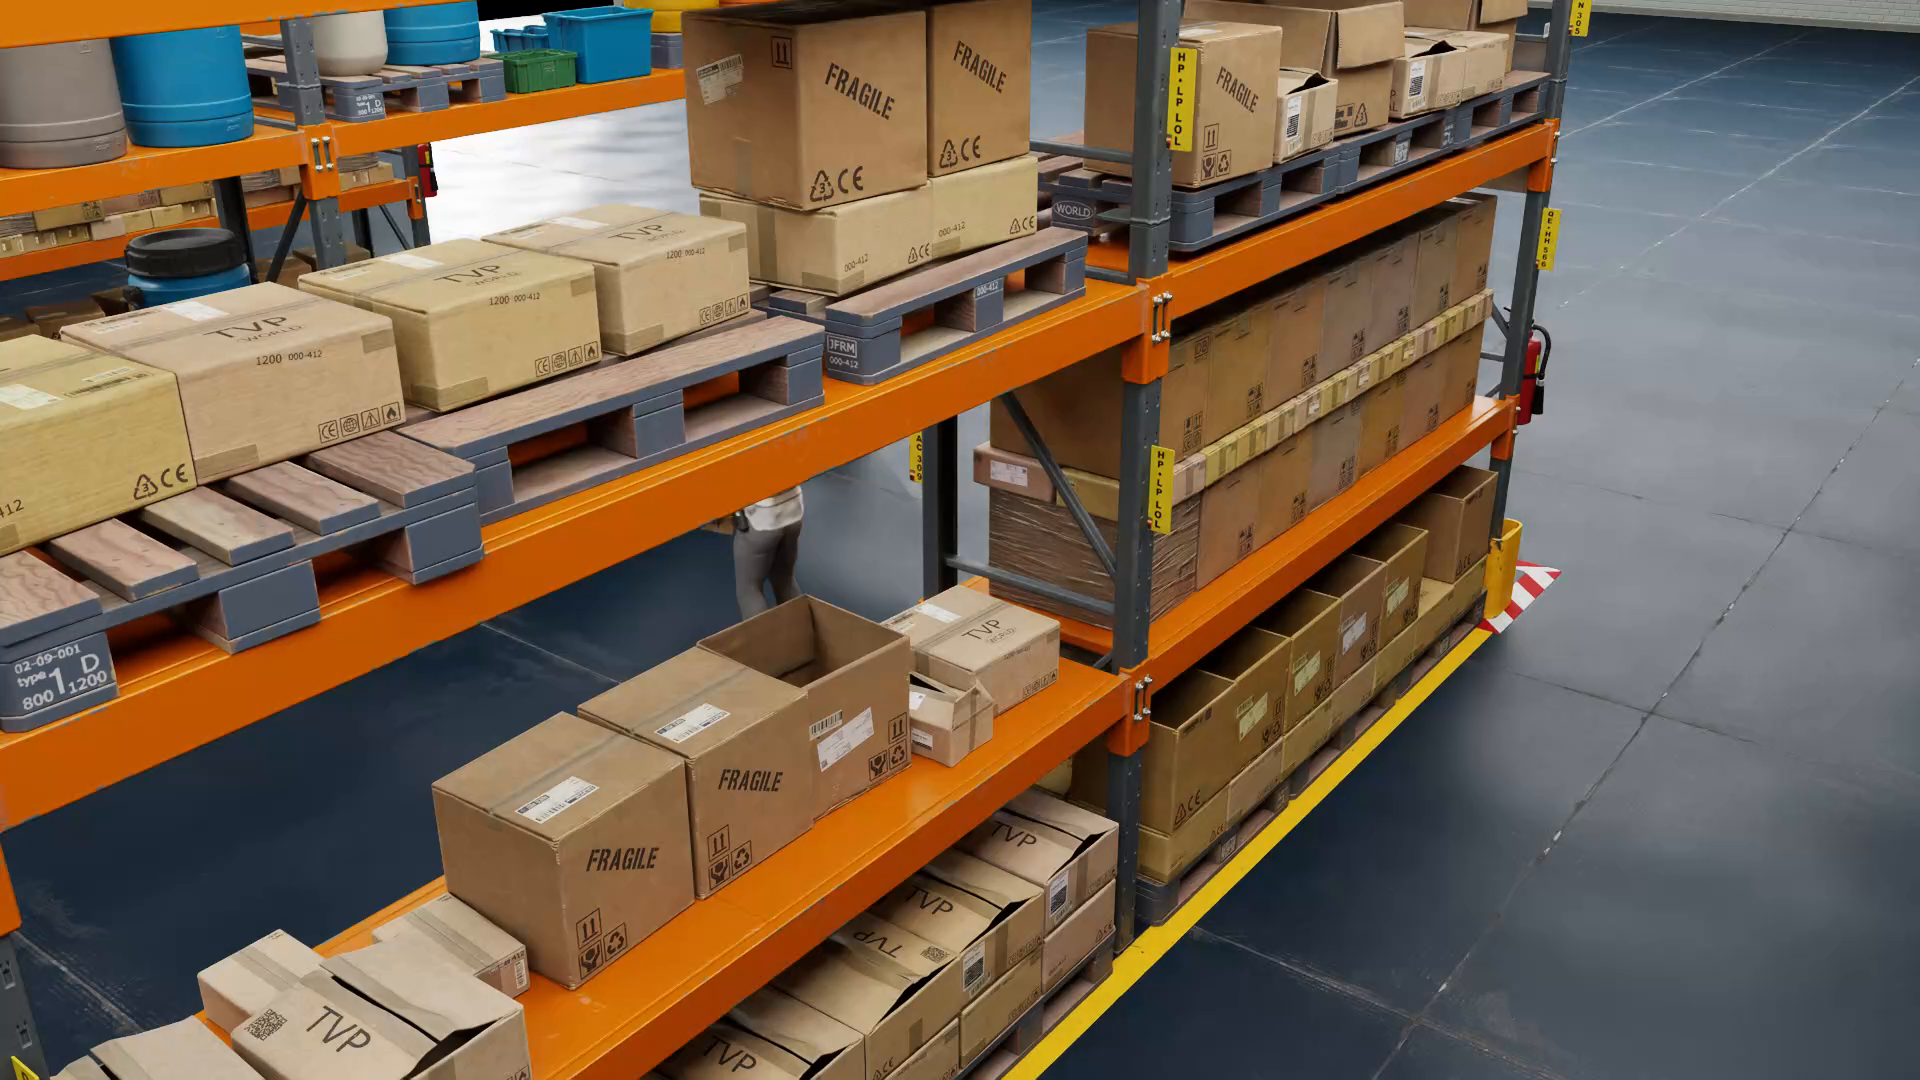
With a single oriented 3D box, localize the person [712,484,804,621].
[{"bbox_3d":[-1.071,-0.111,8.817,0.466,1.689,0.474,16,29,33],"label":"person"}]
